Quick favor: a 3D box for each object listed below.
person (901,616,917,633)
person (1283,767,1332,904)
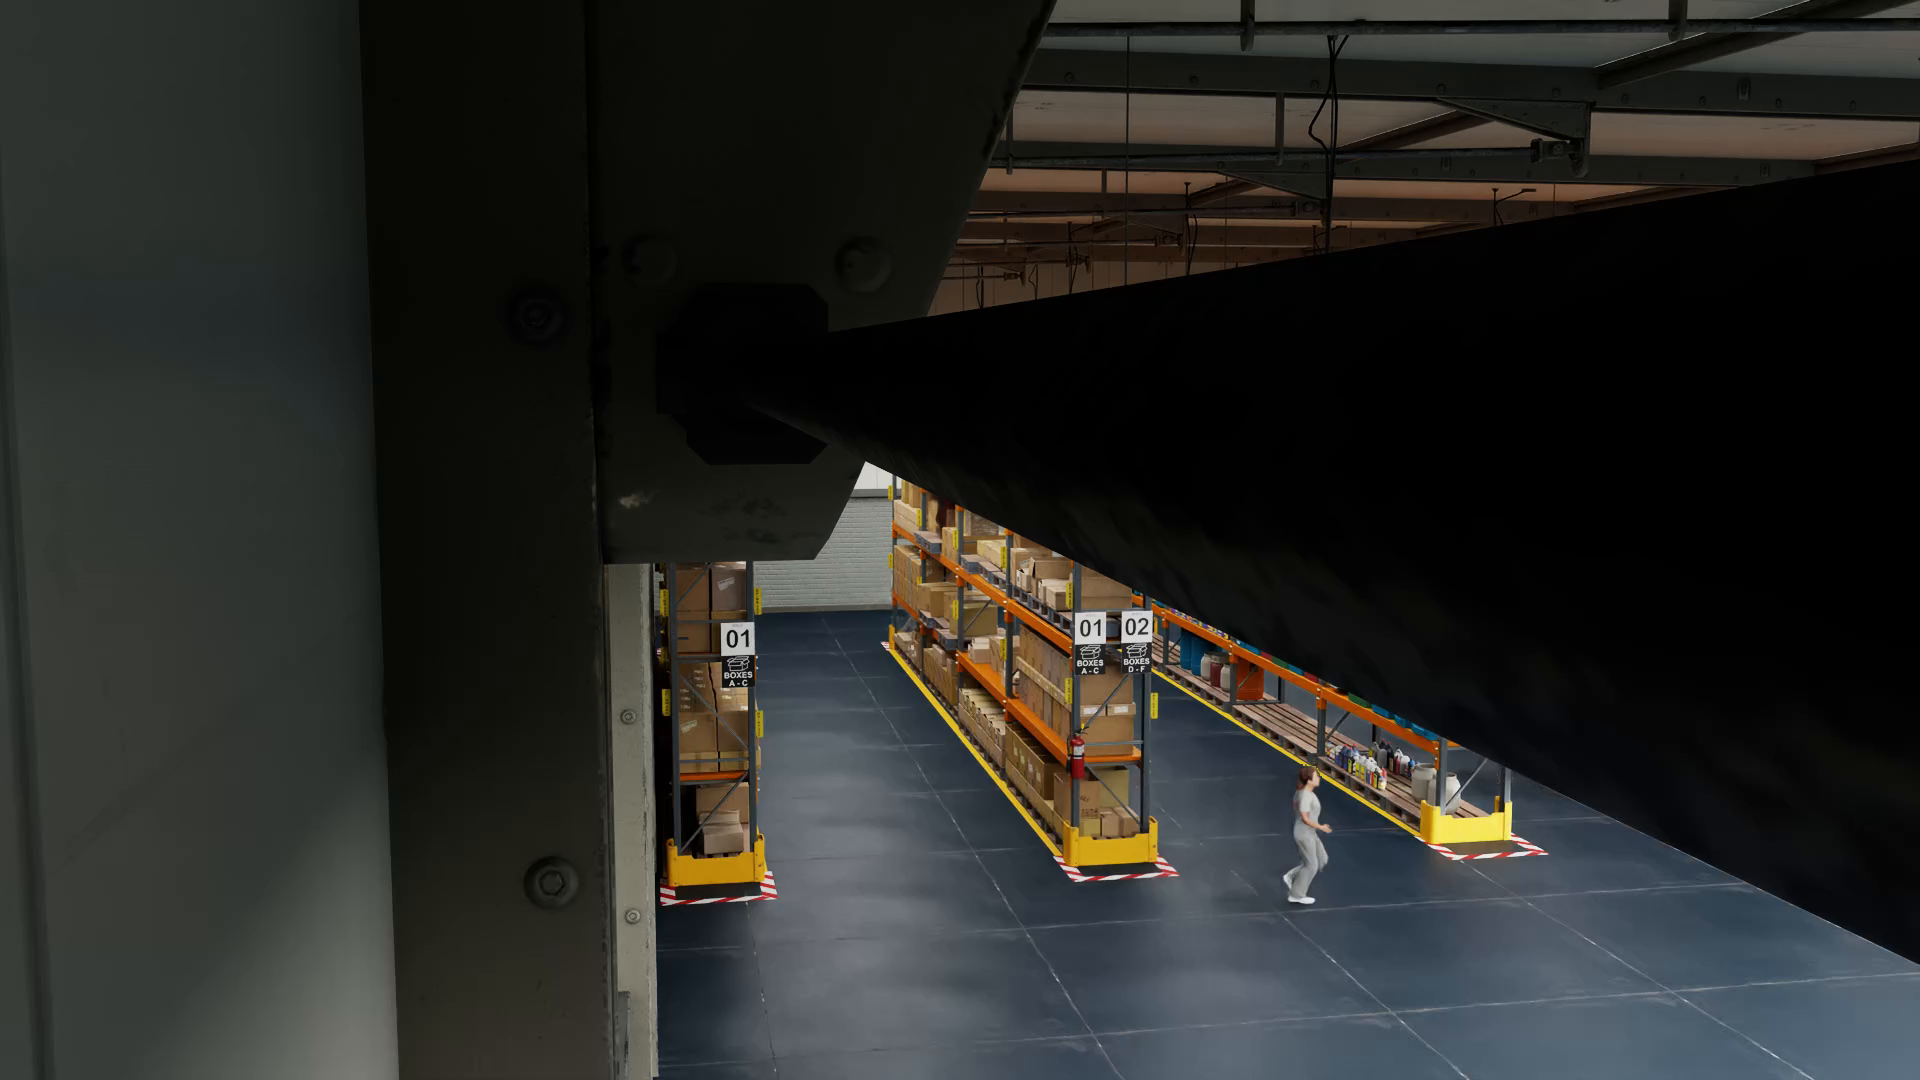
[{"bbox_3d":[-0.920,1.398,37.774,0.850,1.772,0.682,1,6,10],"label":"person"},{"bbox_3d":[4.035,3.440,19.304,0.553,1.621,0.551,1,6,12],"label":"person"}]
